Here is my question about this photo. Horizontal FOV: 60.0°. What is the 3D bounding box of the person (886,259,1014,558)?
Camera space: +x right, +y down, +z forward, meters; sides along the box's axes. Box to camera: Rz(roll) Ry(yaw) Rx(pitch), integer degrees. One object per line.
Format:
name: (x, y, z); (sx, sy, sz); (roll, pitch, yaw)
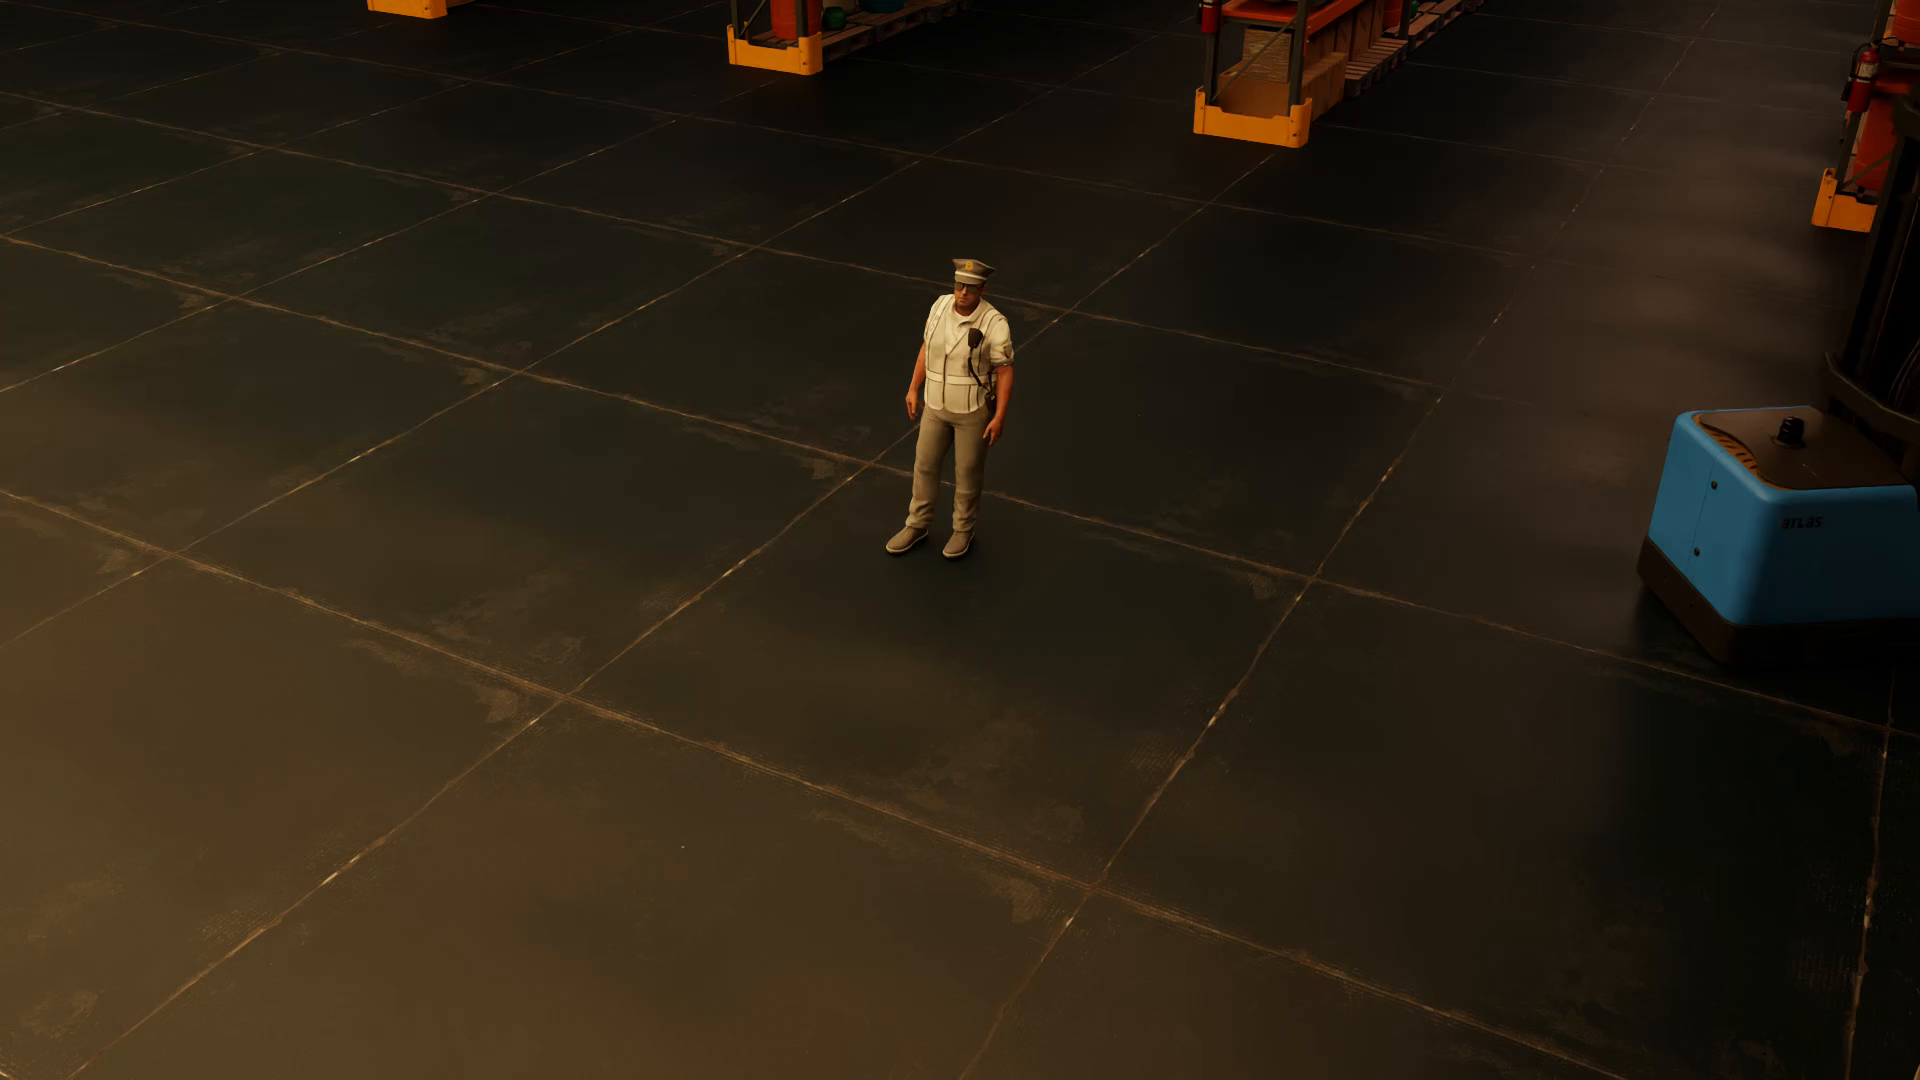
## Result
person: (-0.048, -0.747, 9.500); (0.640, 1.781, 0.575); (15, 33, 25)

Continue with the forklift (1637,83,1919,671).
forklift: (5.434, -0.882, 8.598); (3.031, 2.935, 1.130); (-3, 30, -5)
